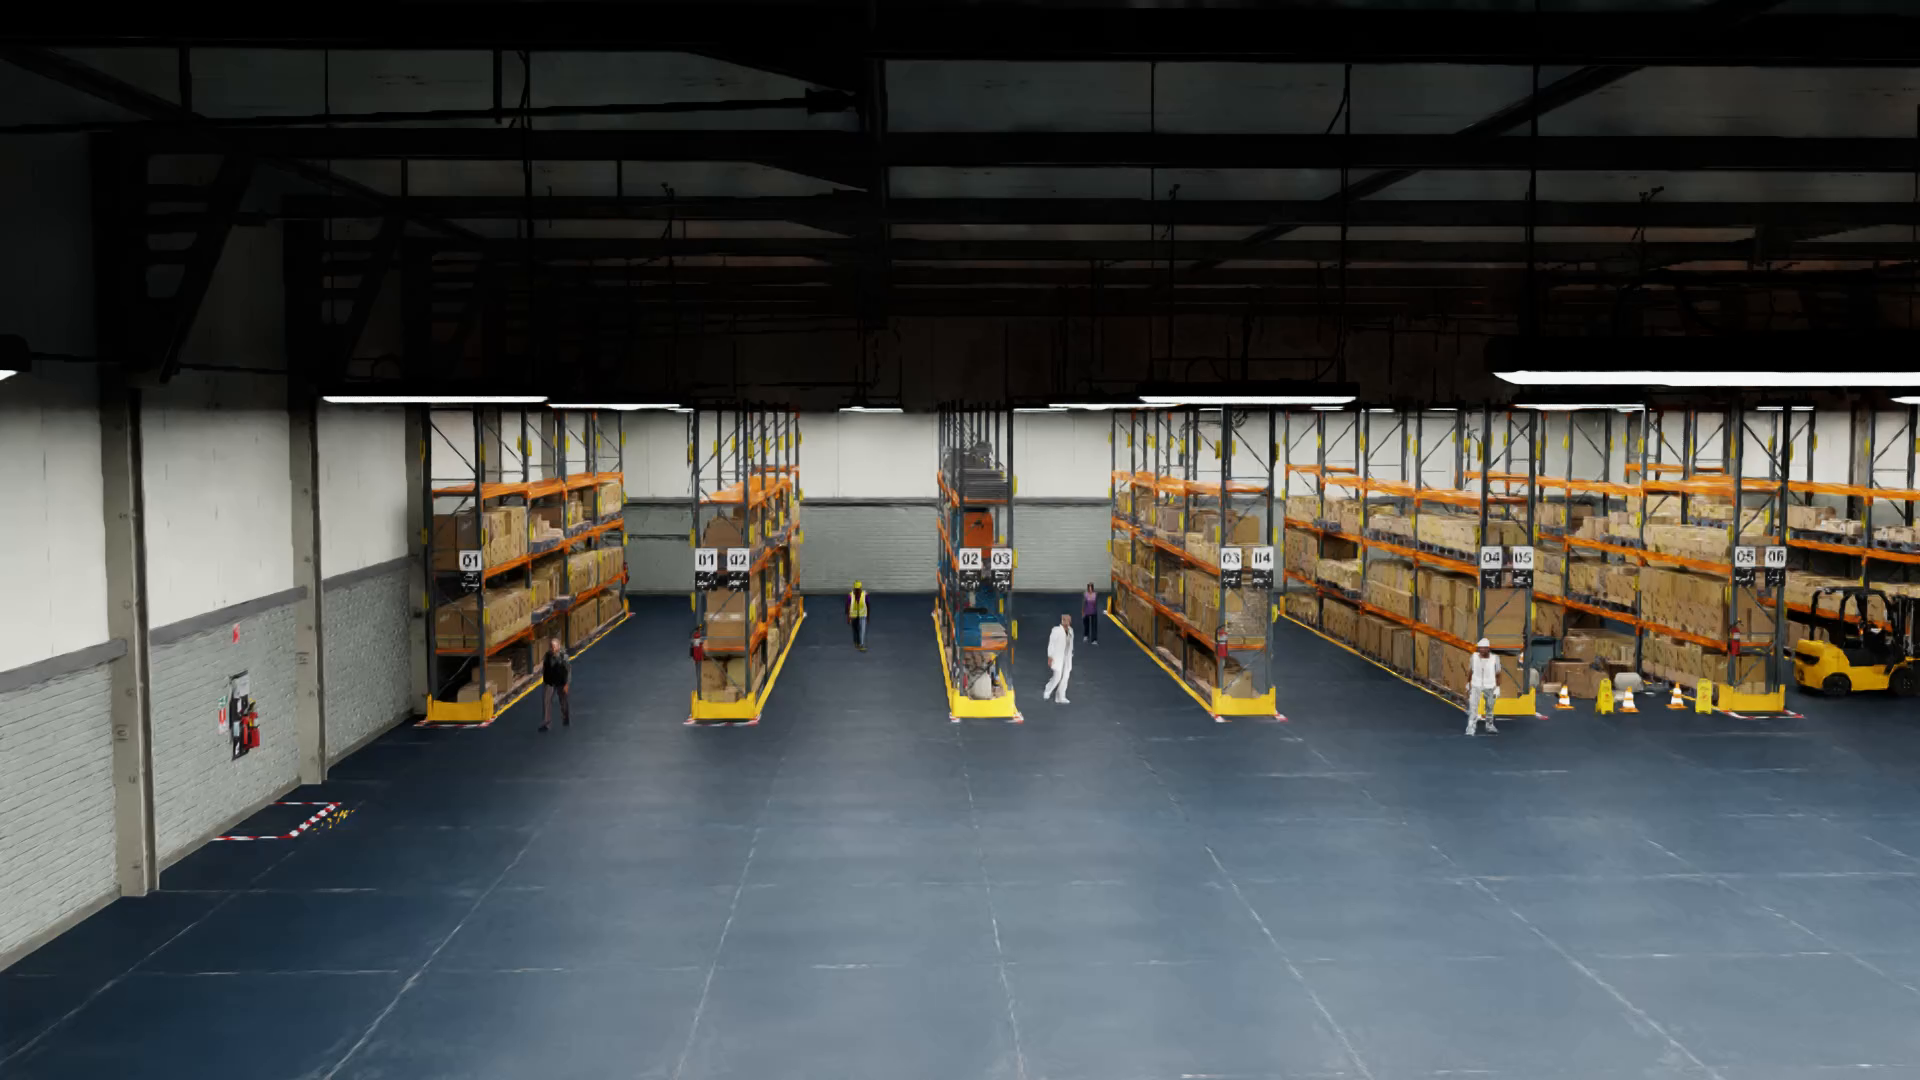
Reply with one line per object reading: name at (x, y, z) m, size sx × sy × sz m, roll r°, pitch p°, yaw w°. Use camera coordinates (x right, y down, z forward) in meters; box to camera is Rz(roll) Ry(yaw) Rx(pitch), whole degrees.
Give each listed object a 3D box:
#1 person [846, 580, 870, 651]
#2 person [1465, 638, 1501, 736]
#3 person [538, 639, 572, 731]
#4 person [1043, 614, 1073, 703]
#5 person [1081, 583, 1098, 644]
person at (-2.479, 1.812, 40.258) m, size 0.577 × 1.691 × 1.121 m, roll 0°, pitch 4°, yaw 1°
person at (9.316, 2.606, 29.621) m, size 0.610 × 1.739 × 0.958 m, roll 2°, pitch 5°, yaw 22°
person at (-7.304, 2.598, 30.101) m, size 0.546 × 1.644 × 1.110 m, roll 0°, pitch 4°, yaw 0°
person at (1.960, 2.366, 33.002) m, size 0.627 × 1.713 × 0.594 m, roll -3°, pitch 5°, yaw -37°
person at (3.226, 1.812, 41.416) m, size 0.417 × 1.507 × 1.037 m, roll 0°, pitch 4°, yaw 0°
